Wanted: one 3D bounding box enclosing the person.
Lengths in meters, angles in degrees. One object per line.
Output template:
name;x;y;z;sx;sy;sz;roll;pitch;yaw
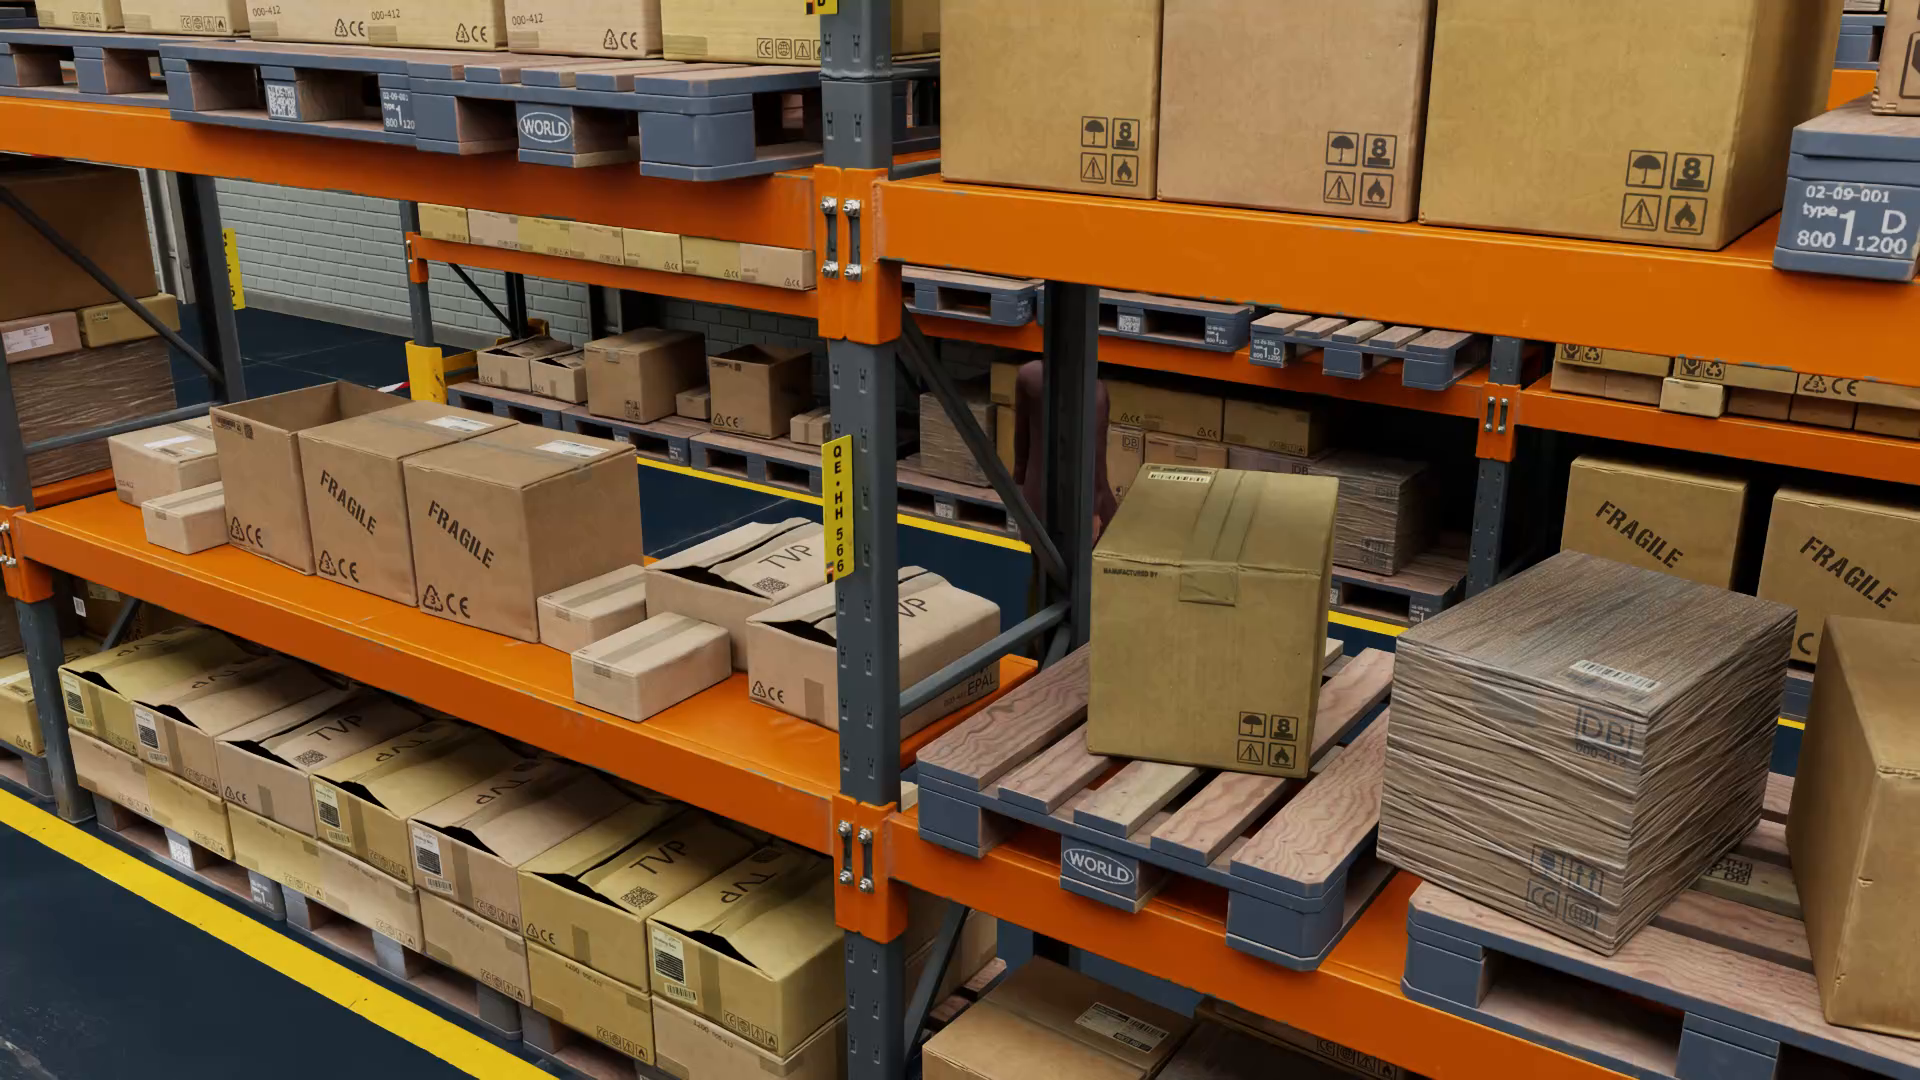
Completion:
person;0.551;-0.227;7.717;0.614;1.784;0.645;17;26;39
